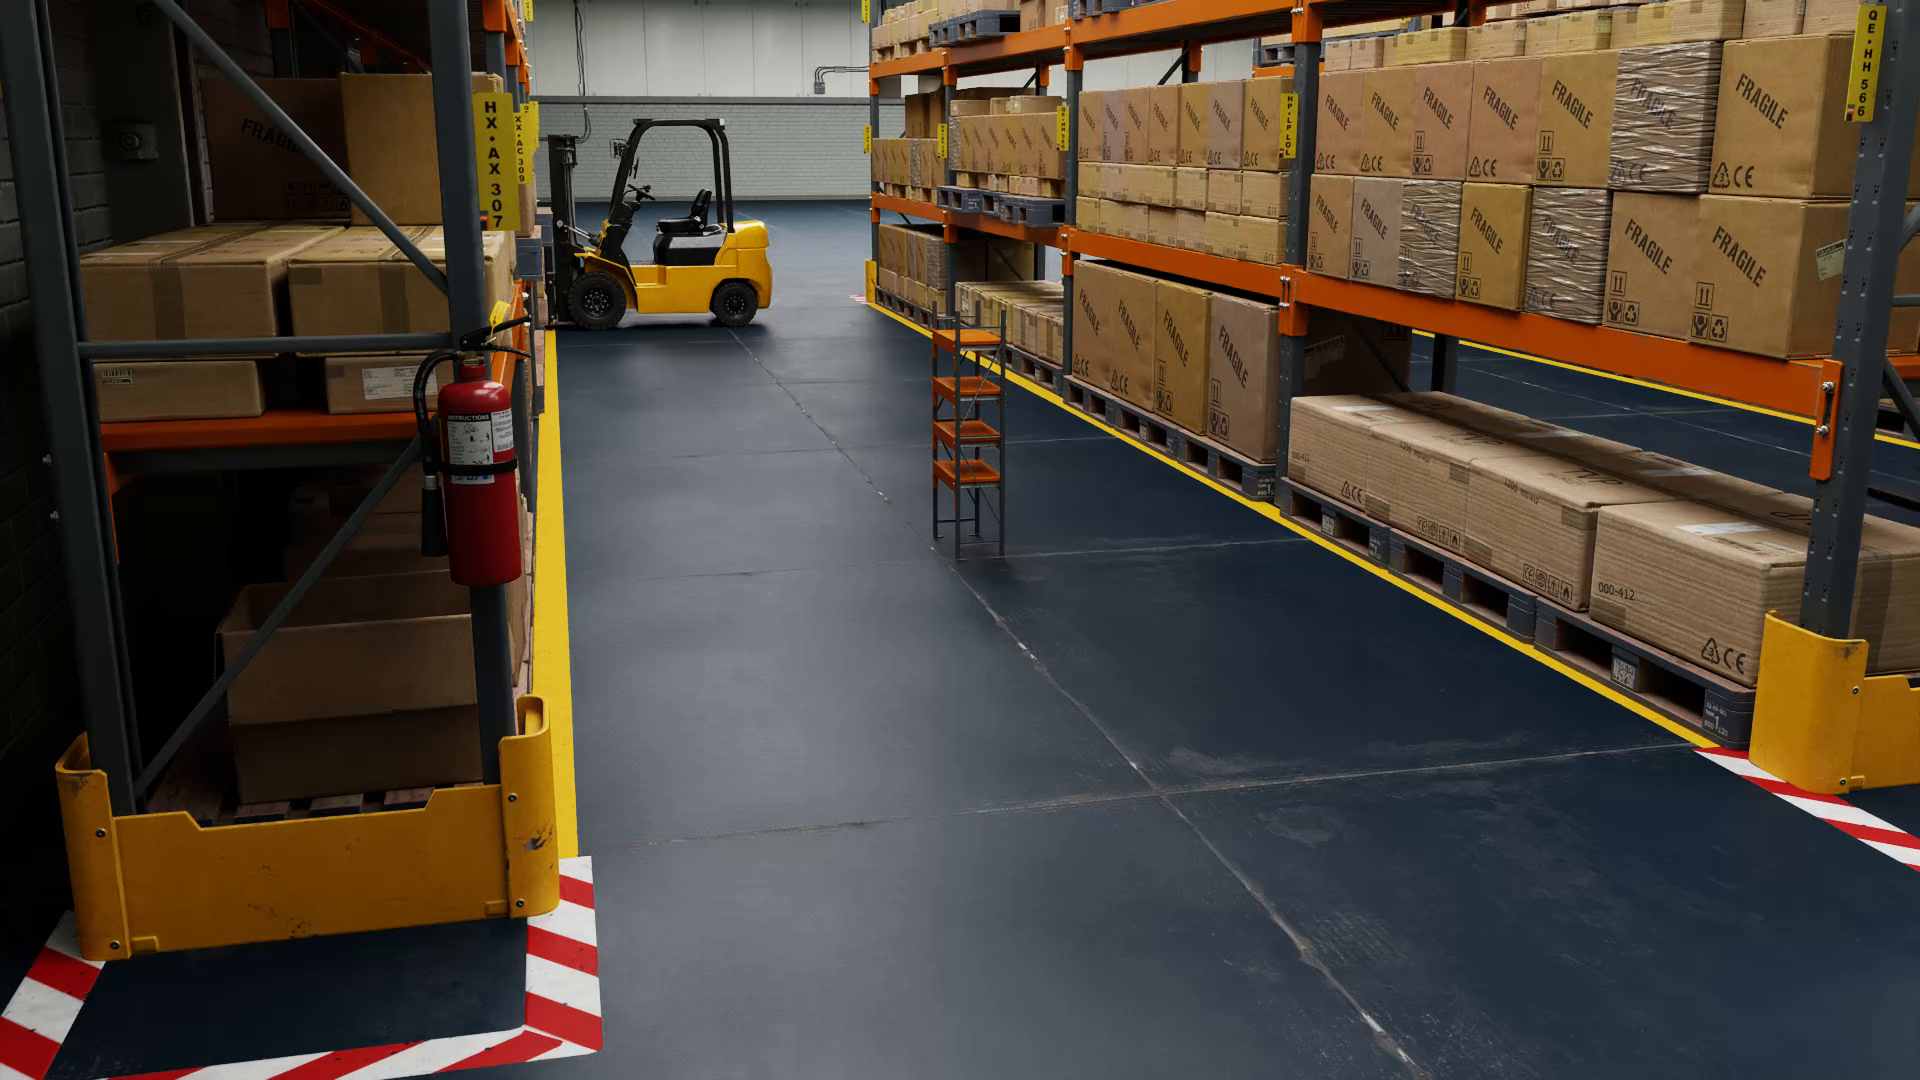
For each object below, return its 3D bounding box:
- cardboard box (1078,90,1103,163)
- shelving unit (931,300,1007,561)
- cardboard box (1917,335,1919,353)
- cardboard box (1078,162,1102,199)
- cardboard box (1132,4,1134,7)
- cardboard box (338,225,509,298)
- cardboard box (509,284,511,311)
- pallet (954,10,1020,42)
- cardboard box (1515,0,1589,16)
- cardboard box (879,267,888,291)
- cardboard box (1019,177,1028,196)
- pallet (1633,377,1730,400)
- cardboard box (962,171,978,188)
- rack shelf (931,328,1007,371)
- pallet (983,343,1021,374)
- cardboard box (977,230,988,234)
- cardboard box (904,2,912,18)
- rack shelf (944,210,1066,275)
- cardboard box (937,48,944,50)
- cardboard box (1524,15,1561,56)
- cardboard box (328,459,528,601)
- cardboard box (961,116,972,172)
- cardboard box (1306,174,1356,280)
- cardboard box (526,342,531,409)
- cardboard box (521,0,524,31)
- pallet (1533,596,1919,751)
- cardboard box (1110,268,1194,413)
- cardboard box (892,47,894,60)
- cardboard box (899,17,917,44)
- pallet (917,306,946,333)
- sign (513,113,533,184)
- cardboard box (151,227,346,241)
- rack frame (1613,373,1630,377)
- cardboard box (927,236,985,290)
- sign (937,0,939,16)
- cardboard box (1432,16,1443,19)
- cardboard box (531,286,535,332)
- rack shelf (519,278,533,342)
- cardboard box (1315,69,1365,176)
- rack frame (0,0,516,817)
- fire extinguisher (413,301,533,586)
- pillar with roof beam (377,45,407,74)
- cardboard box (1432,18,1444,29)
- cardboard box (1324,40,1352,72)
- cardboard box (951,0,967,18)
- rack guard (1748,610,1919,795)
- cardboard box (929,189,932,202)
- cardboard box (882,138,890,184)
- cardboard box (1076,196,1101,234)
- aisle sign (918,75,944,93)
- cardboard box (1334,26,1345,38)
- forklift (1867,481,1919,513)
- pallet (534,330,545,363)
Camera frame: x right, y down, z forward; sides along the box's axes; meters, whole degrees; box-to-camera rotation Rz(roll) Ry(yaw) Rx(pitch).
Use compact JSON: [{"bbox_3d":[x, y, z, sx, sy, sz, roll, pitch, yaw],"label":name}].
[{"bbox_3d":[1.174,-2.990,12.028,0.500,0.500,0.500,-4,14,-15],"label":"cardboard box"},{"bbox_3d":[0.039,-0.545,8.128,0.258,1.200,0.503,-3,14,-13],"label":"shelving unit"},{"bbox_3d":[3.341,-0.913,5.633,0.500,0.500,0.500,-3,14,-14],"label":"cardboard box"},{"bbox_3d":[1.175,-2.623,12.104,0.500,0.250,0.500,-3,14,-14],"label":"cardboard box"},{"bbox_3d":[1.387,-4.000,12.690,0.380,0.149,0.250,-3,14,-13],"label":"cardboard box"},{"bbox_3d":[-1.735,-0.884,5.416,0.500,0.250,0.500,-4,14,-14],"label":"cardboard box"},{"bbox_3d":[-1.979,-0.965,6.584,0.380,0.149,0.250,-3,14,-14],"label":"cardboard box"},{"bbox_3d":[0.645,-4.484,14.538,1.213,0.211,1.003,-3,14,-13],"label":"pallet"},{"bbox_3d":[5.404,-5.026,15.053,0.500,0.500,0.500,-3,14,-13],"label":"cardboard box"},{"bbox_3d":[-0.662,-3.095,19.686,0.500,0.250,0.500,-3,14,-14],"label":"cardboard box"},{"bbox_3d":[0.703,-2.900,13.620,0.380,0.149,0.250,-4,14,-16],"label":"cardboard box"},{"bbox_3d":[6.266,-1.347,13.498,1.003,0.211,1.213,-3,14,-13],"label":"pallet"},{"bbox_3d":[0.229,-3.385,15.605,0.380,0.149,0.250,-3,14,-12],"label":"cardboard box"},{"bbox_3d":[0.039,-0.926,8.035,0.258,0.148,0.480,-3,14,-13],"label":"rack shelf"},{"bbox_3d":[0.831,-1.690,14.899,1.003,0.211,1.213,-3,14,-13],"label":"pallet"},{"bbox_3d":[0.387,-3.355,17.803,0.380,0.149,0.250,-3,14,-11],"label":"cardboard box"},{"bbox_3d":[-0.387,-5.642,17.728,0.380,0.149,0.250,-3,14,-12],"label":"cardboard box"},{"bbox_3d":[0.826,-2.695,14.654,1.077,0.370,4.000,-3,14,-13],"label":"rack shelf"},{"bbox_3d":[-0.014,-4.897,16.359,0.380,0.149,0.250,-3,14,-13],"label":"cardboard box"},{"bbox_3d":[2.500,-2.012,6.656,0.380,0.149,0.250,-3,14,-11],"label":"cardboard box"},{"bbox_3d":[-2.107,-0.035,6.632,0.700,0.500,0.500,-4,14,-15],"label":"cardboard box"},{"bbox_3d":[0.306,-3.663,15.379,0.500,0.500,0.500,-3,14,-13],"label":"cardboard box"},{"bbox_3d":[2.091,-1.586,8.388,0.500,0.500,0.500,-3,14,-11],"label":"cardboard box"},{"bbox_3d":[-2.987,-0.973,10.472,0.500,0.500,0.500,-3,14,-11],"label":"cardboard box"},{"bbox_3d":[-4.922,-5.579,17.316,0.700,0.500,0.500,-3,14,-13],"label":"cardboard box"},{"bbox_3d":[2.911,0.437,6.194,1.003,0.211,1.213,-3,14,-13],"label":"pallet"},{"bbox_3d":[1.583,-1.385,11.368,0.875,0.875,0.875,-3,14,-13],"label":"cardboard box"},{"bbox_3d":[-0.561,-5.495,18.807,0.380,0.149,0.250,-3,14,-14],"label":"cardboard box"},{"bbox_3d":[-0.368,-5.473,17.877,0.500,0.250,0.500,-3,14,-12],"label":"cardboard box"},{"bbox_3d":[0.165,-2.304,17.414,1.003,0.211,1.213,-3,14,-13],"label":"pallet"},{"bbox_3d":[-2.063,-1.835,7.795,0.100,0.325,0.005,-3,14,-13],"label":"sign"},{"bbox_3d":[-2.247,-0.857,5.302,0.500,0.250,0.500,-3,14,-11],"label":"cardboard box"},{"bbox_3d":[6.084,-2.882,13.905,1.000,3.000,0.127,-3,14,-13],"label":"rack frame"},{"bbox_3d":[-0.043,-2.860,17.142,0.500,0.500,0.500,-3,14,-14],"label":"cardboard box"},{"bbox_3d":[-0.169,-5.182,15.909,0.100,0.325,0.005,-3,14,-13],"label":"sign"},{"bbox_3d":[5.302,-5.715,17.772,0.500,0.250,0.500,-3,14,-13],"label":"cardboard box"},{"bbox_3d":[-4.334,-2.159,15.063,0.875,0.625,0.625,-3,14,-11],"label":"cardboard box"},{"bbox_3d":[-3.058,-1.495,9.741,1.077,0.370,4.000,-3,14,-13],"label":"rack shelf"},{"bbox_3d":[2.112,-2.071,8.268,0.500,0.500,0.500,-3,14,-13],"label":"cardboard box"},{"bbox_3d":[-1.649,-0.460,3.990,1.000,3.000,0.127,-3,14,-13],"label":"rack frame"},{"bbox_3d":[-1.165,-0.233,4.010,0.296,0.674,0.183,-3,14,-13],"label":"fire extinguisher"},{"bbox_3d":[-1.935,-7.095,18.505,9.100,9.000,0.400,-3,14,-13],"label":"pillar with roof beam"},{"bbox_3d":[5.327,-5.555,17.959,0.380,0.149,0.250,-3,14,-13],"label":"cardboard box"},{"bbox_3d":[2.057,-2.422,8.338,0.380,0.149,0.250,-3,14,-14],"label":"cardboard box"},{"bbox_3d":[0.224,-4.820,14.947,0.500,0.250,0.500,-3,14,-14],"label":"cardboard box"},{"bbox_3d":[3.181,0.482,5.400,1.175,0.500,0.348,-3,14,-13],"label":"rack guard"},{"bbox_3d":[-0.111,-3.621,17.457,0.380,0.149,0.250,-3,14,-14],"label":"cardboard box"},{"bbox_3d":[-0.616,-4.378,19.188,0.500,0.500,0.500,-3,14,-11],"label":"cardboard box"},{"bbox_3d":[1.167,-2.383,12.178,0.500,0.250,0.500,-4,14,-14],"label":"cardboard box"},{"bbox_3d":[-0.315,-5.722,20.050,0.394,0.787,0.004,-3,14,-13],"label":"aisle sign"},{"bbox_3d":[4.447,-5.753,18.767,0.380,0.149,0.250,-3,14,-14],"label":"cardboard box"},{"bbox_3d":[5.207,-1.220,7.244,1.130,2.935,3.031,-2,14,-8],"label":"forklift"},{"bbox_3d":[-4.256,-1.706,14.965,1.003,0.211,1.213,-3,14,-13],"label":"pallet"}]
